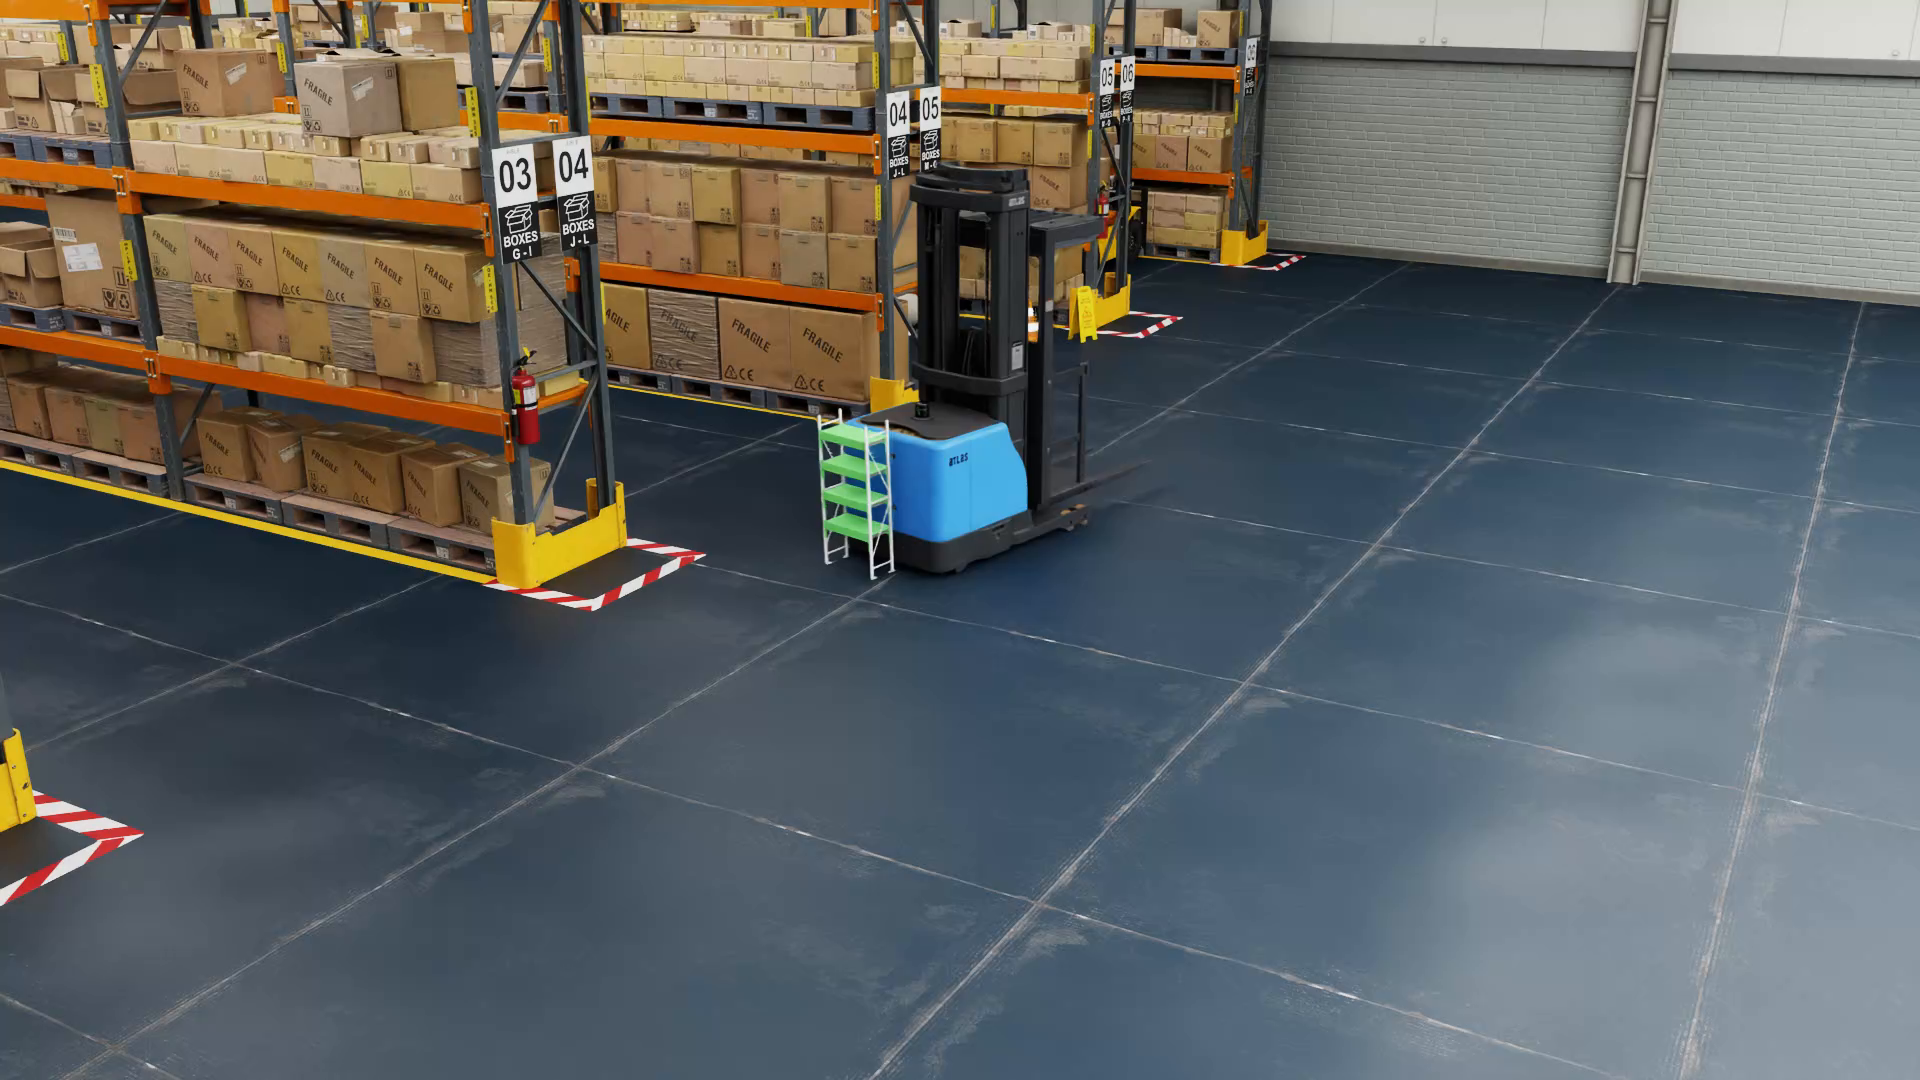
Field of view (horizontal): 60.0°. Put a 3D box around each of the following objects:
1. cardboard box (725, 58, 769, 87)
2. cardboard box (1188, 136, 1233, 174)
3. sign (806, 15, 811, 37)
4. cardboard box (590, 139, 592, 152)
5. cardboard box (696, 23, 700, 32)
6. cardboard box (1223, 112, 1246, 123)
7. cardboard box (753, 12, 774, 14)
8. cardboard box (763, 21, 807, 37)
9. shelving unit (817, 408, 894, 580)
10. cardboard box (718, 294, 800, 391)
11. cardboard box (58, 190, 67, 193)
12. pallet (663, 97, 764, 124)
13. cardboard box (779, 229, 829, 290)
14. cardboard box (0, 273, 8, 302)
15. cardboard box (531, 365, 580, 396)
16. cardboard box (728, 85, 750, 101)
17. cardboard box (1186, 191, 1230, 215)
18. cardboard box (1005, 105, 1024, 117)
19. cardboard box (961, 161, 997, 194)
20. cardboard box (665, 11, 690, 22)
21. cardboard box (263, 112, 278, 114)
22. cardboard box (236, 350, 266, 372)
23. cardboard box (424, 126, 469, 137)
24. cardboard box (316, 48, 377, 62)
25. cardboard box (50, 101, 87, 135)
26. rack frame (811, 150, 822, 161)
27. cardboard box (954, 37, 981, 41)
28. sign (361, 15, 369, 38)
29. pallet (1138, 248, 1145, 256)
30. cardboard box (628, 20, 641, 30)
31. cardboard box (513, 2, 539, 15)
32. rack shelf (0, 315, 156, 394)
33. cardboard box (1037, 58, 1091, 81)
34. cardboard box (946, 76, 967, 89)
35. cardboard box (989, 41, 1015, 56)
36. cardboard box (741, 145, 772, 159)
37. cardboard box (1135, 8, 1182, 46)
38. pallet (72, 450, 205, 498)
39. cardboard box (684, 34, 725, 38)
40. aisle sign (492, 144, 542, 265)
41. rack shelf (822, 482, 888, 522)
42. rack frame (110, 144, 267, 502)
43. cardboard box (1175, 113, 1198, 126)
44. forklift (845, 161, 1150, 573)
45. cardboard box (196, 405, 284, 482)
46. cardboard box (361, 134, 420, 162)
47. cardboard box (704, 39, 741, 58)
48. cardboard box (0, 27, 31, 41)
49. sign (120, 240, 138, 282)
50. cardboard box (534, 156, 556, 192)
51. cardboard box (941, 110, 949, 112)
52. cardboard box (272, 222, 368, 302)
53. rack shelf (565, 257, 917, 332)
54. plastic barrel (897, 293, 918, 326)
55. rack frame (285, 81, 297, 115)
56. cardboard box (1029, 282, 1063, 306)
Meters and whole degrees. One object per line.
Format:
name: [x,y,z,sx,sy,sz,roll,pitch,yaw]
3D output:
cardboard box: [-1.932,-4.574,16.199,0.500,0.250,0.500,11,22,27]
cardboard box: [3.692,-5.705,24.546,0.500,0.500,0.500,10,22,26]
sign: [-1.928,-6.513,21.187,0.005,0.325,0.100,11,23,27]
cardboard box: [-5.699,-5.675,24.099,0.500,0.250,0.500,11,23,27]
cardboard box: [-4.272,-8.720,28.243,0.250,0.149,0.380,12,23,29]
cardboard box: [4.060,-6.265,24.704,0.250,0.149,0.380,10,22,26]
cardboard box: [-3.344,-8.886,28.264,0.250,0.149,0.380,11,23,27]
cardboard box: [-2.228,-6.671,21.830,0.500,0.250,0.500,11,23,29]
shelving unit: [-0.785,-0.350,12.558,0.503,1.200,0.258,17,27,38]
cardboard box: [-1.887,-2.123,17.318,0.875,0.875,0.875,10,22,26]
cardboard box: [-11.612,-4.551,21.880,0.250,0.149,0.380,10,22,26]
pallet: [-2.216,-4.376,16.762,1.213,0.211,1.003,11,23,27]
cardboard box: [-1.331,-2.889,16.710,0.550,0.550,0.875,11,23,27]
cardboard box: [-8.634,-2.336,15.009,0.500,0.250,0.500,10,22,26]
cardboard box: [-3.134,-1.226,12.714,0.250,0.149,0.380,11,23,27]
cardboard box: [-2.058,-4.387,16.268,0.250,0.149,0.380,11,23,28]
cardboard box: [3.695,-5.012,24.735,0.500,0.250,0.500,12,23,29]
cardboard box: [0.891,-6.670,25.819,0.250,0.149,0.380,11,23,28]
cardboard box: [0.354,-4.540,20.898,0.500,0.500,0.500,11,23,27]
cardboard box: [-4.807,-8.907,28.292,0.250,0.149,0.380,11,23,28]
cardboard box: [-10.949,-7.022,26.711,0.500,0.500,0.500,11,22,27]
cardboard box: [-5.587,-1.476,13.403,0.250,0.149,0.380,11,23,27]
cardboard box: [-3.791,-3.011,12.503,0.250,0.149,0.380,12,23,29]
cardboard box: [-6.953,-5.442,18.939,0.500,0.311,0.500,11,23,27]
cardboard box: [-7.363,-3.561,13.967,0.258,0.266,0.396,12,23,29]
rack frame: [-1.660,-4.841,22.311,0.127,3.000,1.000,11,23,27]
cardboard box: [0.123,-6.290,21.108,0.250,0.149,0.380,11,23,28]
sign: [-8.914,-7.696,24.910,0.005,0.325,0.100,11,23,27]
pallet: [2.500,-4.661,25.905,1.213,0.211,1.003,11,23,27]
cardboard box: [-5.503,-8.884,28.665,0.250,0.149,0.380,11,23,28]
cardboard box: [-7.670,-9.545,29.931,0.500,0.250,0.500,11,23,28]
rack shelf: [-8.239,-1.885,15.218,4.000,0.370,1.077,11,23,27]
cardboard box: [1.254,-5.660,19.954,0.500,0.250,0.500,10,22,27]
cardboard box: [0.021,-5.686,20.610,0.250,0.149,0.380,10,22,27]
cardboard box: [0.548,-6.002,20.314,0.250,0.149,0.380,11,23,27]
cardboard box: [-2.609,-5.316,22.422,0.500,0.500,0.500,11,23,28]
cardboard box: [2.899,-7.557,24.490,0.500,0.500,0.700,11,23,28]
pallet: [-7.173,-0.709,15.009,1.213,0.211,1.003,11,23,27]
cardboard box: [-2.626,-5.127,17.139,0.250,0.149,0.380,11,23,27]
aisle sign: [-3.093,-2.348,11.626,0.004,0.787,0.394,11,23,27]
rack shelf: [-0.784,-0.290,12.581,0.480,0.148,0.258,17,27,38]
rack frame: [-6.493,-1.891,14.178,0.127,3.000,1.000,11,23,27]
cardboard box: [3.362,-6.210,24.551,0.250,0.149,0.380,11,23,28]
forklift: [0.438,-1.557,13.358,1.130,2.935,3.031,16,26,38]
cardboard box: [-6.163,-0.834,14.317,0.500,0.500,0.500,10,22,26]
cardboard box: [-4.089,-2.831,12.008,0.250,0.149,0.380,11,23,28]
cardboard box: [-2.285,-4.805,16.251,0.250,0.149,0.380,11,23,28]
cardboard box: [-12.291,-6.584,21.621,0.250,0.149,0.380,10,22,25]
sign: [-6.761,-2.269,13.524,0.005,0.325,0.100,11,23,27]
cardboard box: [-3.296,-2.722,12.291,0.500,0.250,0.500,12,23,29]
cardboard box: [-0.366,-6.760,26.504,0.250,0.149,0.380,10,22,26]
cardboard box: [-4.909,-2.151,12.847,0.500,0.500,0.500,11,23,27]
rack shelf: [-2.240,-2.680,17.408,4.000,0.370,1.077,11,23,27]
plastic barrel: [-0.710,-2.857,20.621,0.512,0.421,0.421,-7,21,-20]
rack frame: [-7.478,-4.016,20.036,0.127,3.000,1.000,11,23,27]
cardboard box: [0.974,-3.139,21.035,0.500,0.250,0.500,11,23,27]
